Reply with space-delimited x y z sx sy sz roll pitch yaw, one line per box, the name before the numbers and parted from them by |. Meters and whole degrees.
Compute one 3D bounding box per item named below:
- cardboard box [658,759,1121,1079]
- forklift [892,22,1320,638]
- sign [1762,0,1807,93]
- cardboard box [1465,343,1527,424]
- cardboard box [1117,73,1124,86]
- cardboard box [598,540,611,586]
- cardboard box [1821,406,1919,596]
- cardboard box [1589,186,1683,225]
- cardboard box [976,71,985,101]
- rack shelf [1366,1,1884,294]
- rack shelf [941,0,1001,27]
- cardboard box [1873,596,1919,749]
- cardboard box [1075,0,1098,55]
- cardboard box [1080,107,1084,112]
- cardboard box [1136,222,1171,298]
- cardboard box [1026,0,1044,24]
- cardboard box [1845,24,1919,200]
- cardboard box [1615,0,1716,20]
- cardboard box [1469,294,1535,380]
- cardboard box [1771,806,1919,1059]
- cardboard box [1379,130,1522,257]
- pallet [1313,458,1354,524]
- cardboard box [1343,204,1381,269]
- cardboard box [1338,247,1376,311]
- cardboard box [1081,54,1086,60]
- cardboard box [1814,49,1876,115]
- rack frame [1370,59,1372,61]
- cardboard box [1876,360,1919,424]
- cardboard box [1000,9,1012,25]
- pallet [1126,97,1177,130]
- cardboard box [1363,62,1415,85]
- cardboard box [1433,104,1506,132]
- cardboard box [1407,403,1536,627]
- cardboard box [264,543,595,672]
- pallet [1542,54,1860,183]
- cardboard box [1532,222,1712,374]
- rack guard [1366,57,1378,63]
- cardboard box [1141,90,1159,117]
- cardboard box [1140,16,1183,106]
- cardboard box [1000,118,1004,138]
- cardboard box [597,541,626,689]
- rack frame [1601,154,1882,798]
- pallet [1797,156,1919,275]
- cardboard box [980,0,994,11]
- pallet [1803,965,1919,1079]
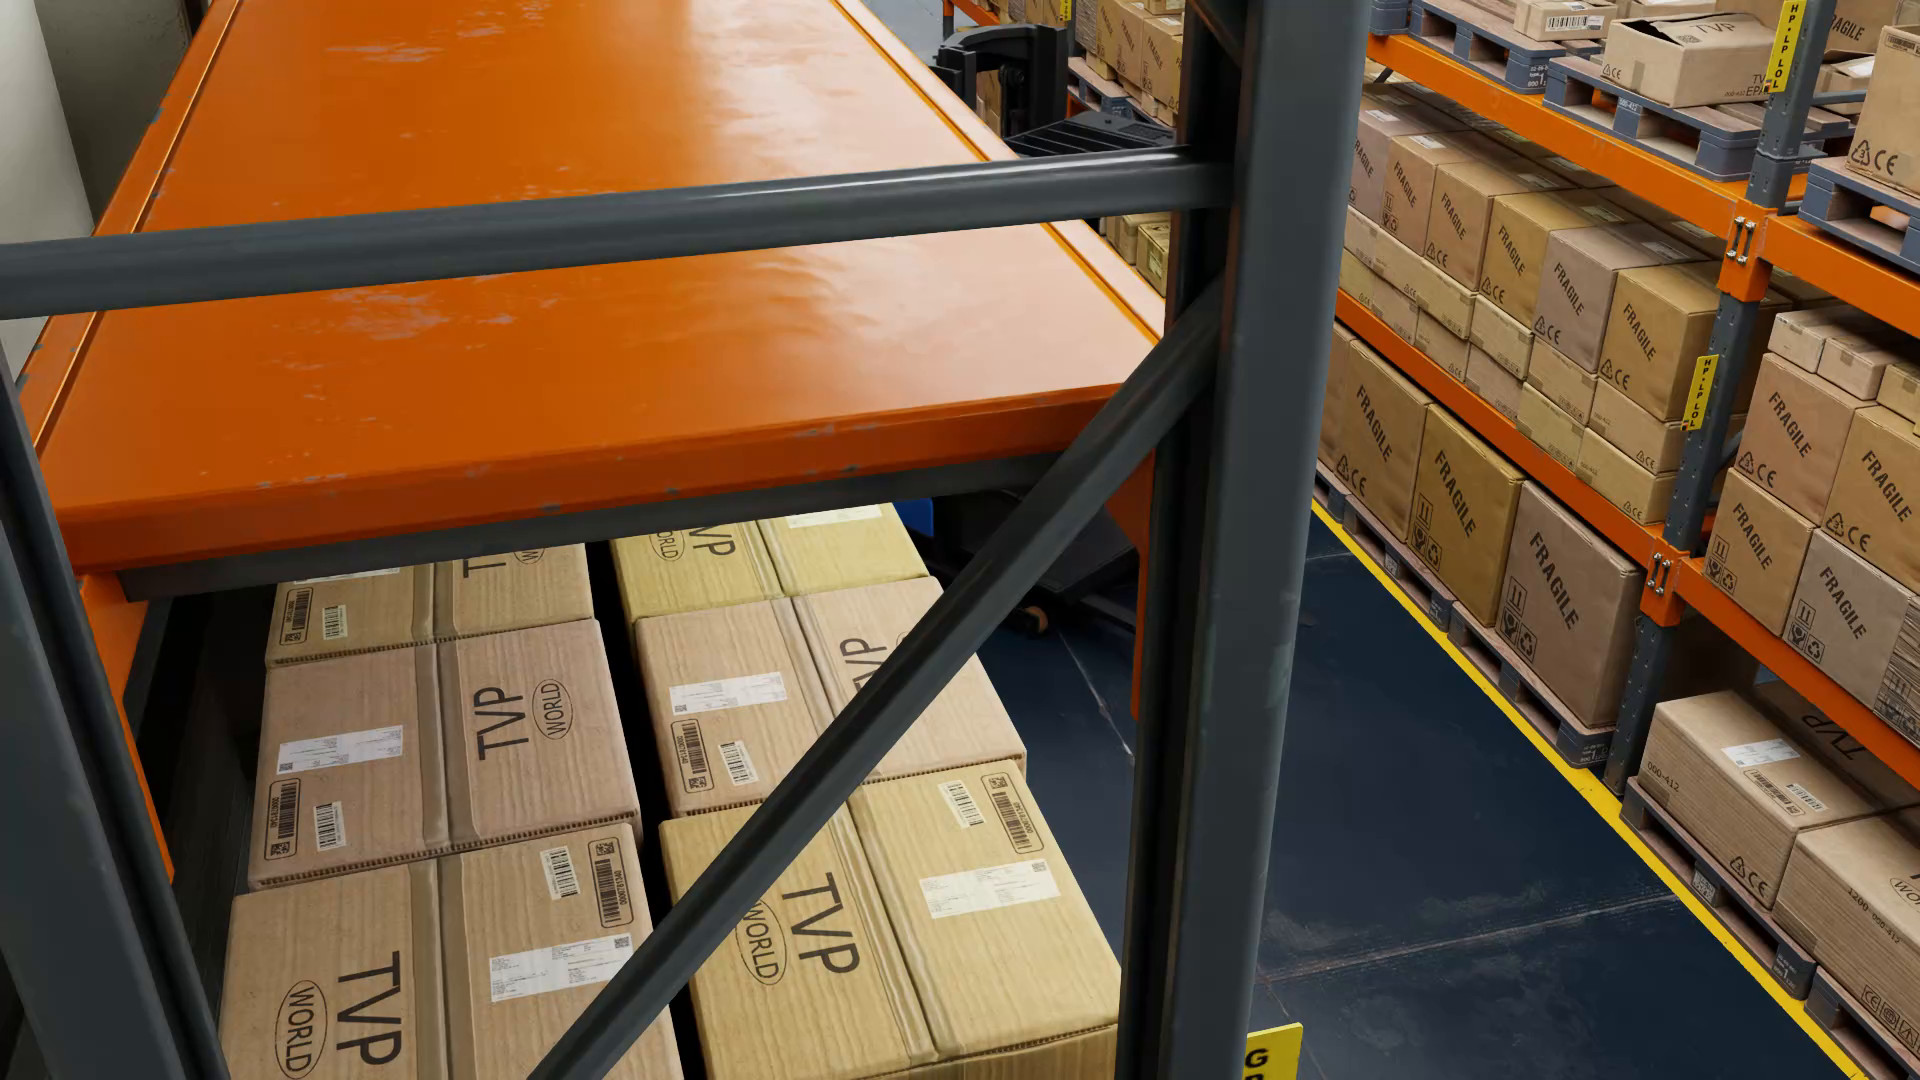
cardboard box | -0.095 0.566 2.137 0.500 0.250 0.500 -8 31 -14
forklift | 0.523 -1.046 8.632 3.031 2.935 1.130 25 38 36
sign | 2.983 -1.783 6.011 0.100 0.325 0.005 -8 31 -13
cardboard box | 2.892 -0.812 8.308 0.500 0.250 0.500 -9 31 -15
cardboard box | 1.429 -3.581 12.773 0.380 0.149 0.250 -6 31 -10
cardboard box | -0.504 -0.167 3.404 0.500 0.250 0.500 -7 31 -12
cardboard box | 3.524 -0.170 5.952 0.500 0.500 0.500 -8 31 -14
cardboard box | 3.371 -1.413 8.098 0.500 0.500 0.500 -9 31 -15
cardboard box | 0.416 -4.623 16.321 0.500 0.500 0.500 -9 31 -15
rack shelf | 2.972 -2.154 8.201 1.077 0.370 4.000 -8 31 -13
rack shelf | 0.849 -4.720 15.628 1.077 0.370 4.000 -8 31 -13
cardboard box | 3.631 0.502 5.789 0.500 0.500 0.500 -8 31 -13
cardboard box | 1.228 -4.154 13.117 0.500 0.500 0.500 -7 31 -12
cardboard box | 0.964 -3.631 14.607 0.500 0.500 0.500 -8 31 -14
cardboard box | 1.902 -2.174 12.716 0.950 0.372 0.625 -7 31 -12
cardboard box | 0.879 -4.666 14.421 0.500 0.500 0.500 -7 31 -12
cardboard box | 3.457 -1.456 5.657 0.500 0.500 0.500 -7 31 -12
cardboard box | 3.356 -2.552 7.885 0.396 0.266 0.258 -5 30 -9
cardboard box | 2.869 -1.023 8.174 0.500 0.250 0.500 -7 31 -12
cardboard box | 3.805 1.476 6.344 0.875 0.438 0.875 -9 31 -15
cardboard box | 2.600 -1.848 8.851 0.500 0.500 0.500 -7 31 -12
pallet | 2.578 -0.535 10.464 1.003 0.211 1.213 -8 31 -13
cardboard box | 2.474 -1.757 9.442 0.500 0.250 0.500 -7 31 -12
cardboard box | 2.482 -1.553 9.588 0.500 0.250 0.500 -9 31 -15
cardboard box | 1.001 -4.071 14.040 0.380 0.149 0.250 -8 31 -14
cardboard box | 3.708 -1.911 6.778 0.396 0.266 0.258 -8 31 -14
rack frame | 5.064 -6.704 18.338 1.000 3.000 0.127 -8 31 -13
cardboard box | 3.529 -0.531 5.928 0.380 0.149 0.250 -8 31 -14
cardboard box | 0.586 -4.808 15.314 0.380 0.149 0.250 -8 31 -13
pallet | 1.877 -3.001 12.131 1.003 0.211 1.213 -8 31 -13
cardboard box | 2.545 -2.735 10.665 0.500 0.500 0.500 -9 31 -15
cardboard box | 2.975 -2.147 9.368 0.500 0.500 0.500 -7 31 -12
cardboard box | 3.014 -0.187 8.781 0.875 0.875 0.875 -7 31 -12
cardboard box | -0.891 0.138 2.877 0.500 0.250 0.500 -8 31 -13
pallet | 3.212 -1.853 7.153 0.805 0.209 1.217 -9 31 -15
cardboard box | 2.998 -1.109 7.573 0.500 0.500 0.500 -7 31 -12
rack guard | 5.057 -5.634 18.984 1.175 0.500 0.348 -8 31 -13
cardboard box | 1.541 -3.196 12.109 0.380 0.149 0.250 -7 31 -11
cardboard box | 1.626 -3.425 11.857 0.500 0.500 0.500 -9 31 -15
cardboard box | 0.682 -3.809 15.661 0.500 0.250 0.500 -7 31 -13
cardboard box | -0.512 0.041 3.543 0.500 0.250 0.500 -8 31 -14
rack frame | 3.503 -0.201 7.103 1.000 3.000 0.127 -8 31 -13
pallet | 3.710 -1.064 5.689 1.003 0.211 1.213 -8 31 -13
cardboard box | 0.406 -5.188 15.971 0.380 0.149 0.250 -7 31 -12
pallet | 3.957 1.974 6.129 1.003 0.211 1.213 -8 31 -13
